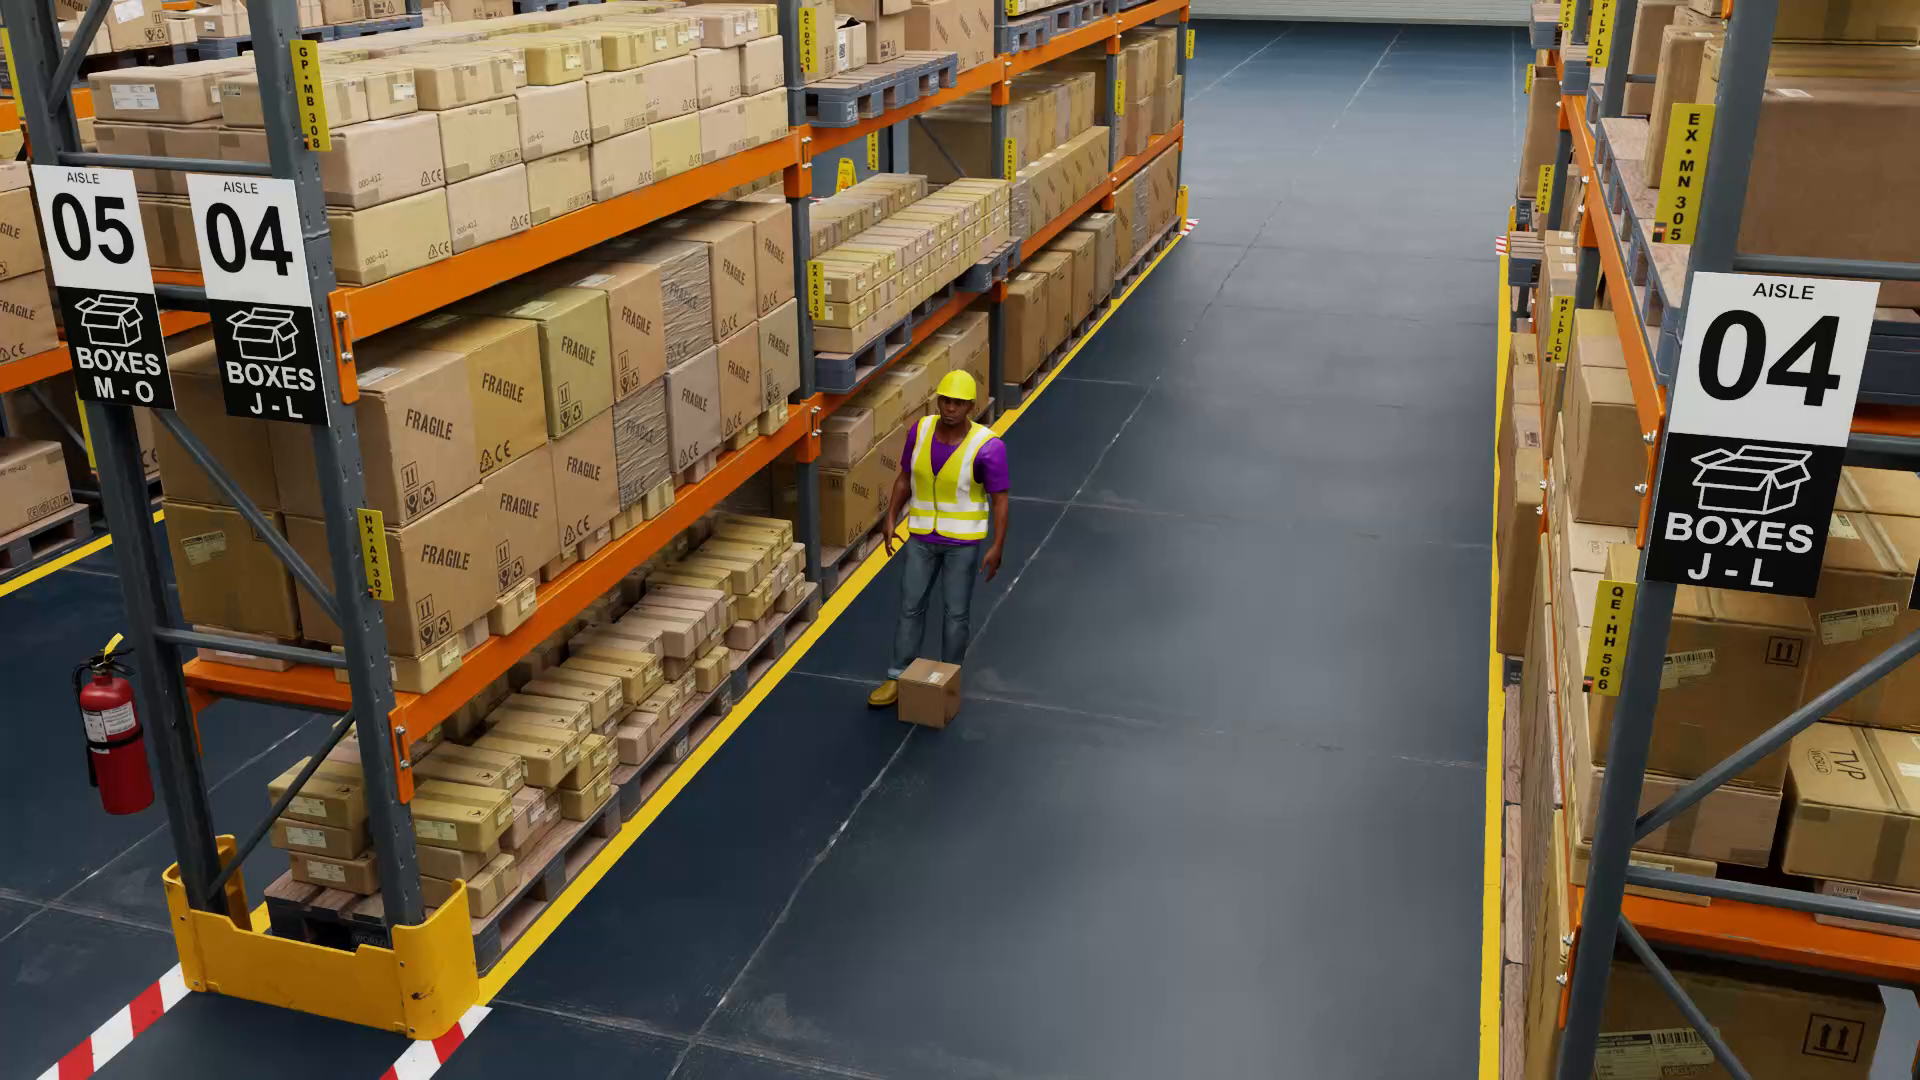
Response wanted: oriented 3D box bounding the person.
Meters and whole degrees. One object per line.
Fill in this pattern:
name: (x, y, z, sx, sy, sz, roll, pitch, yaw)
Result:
person: (-0.105, 0.009, 8.509, 0.665, 1.767, 0.576, 9, 24, 22)
